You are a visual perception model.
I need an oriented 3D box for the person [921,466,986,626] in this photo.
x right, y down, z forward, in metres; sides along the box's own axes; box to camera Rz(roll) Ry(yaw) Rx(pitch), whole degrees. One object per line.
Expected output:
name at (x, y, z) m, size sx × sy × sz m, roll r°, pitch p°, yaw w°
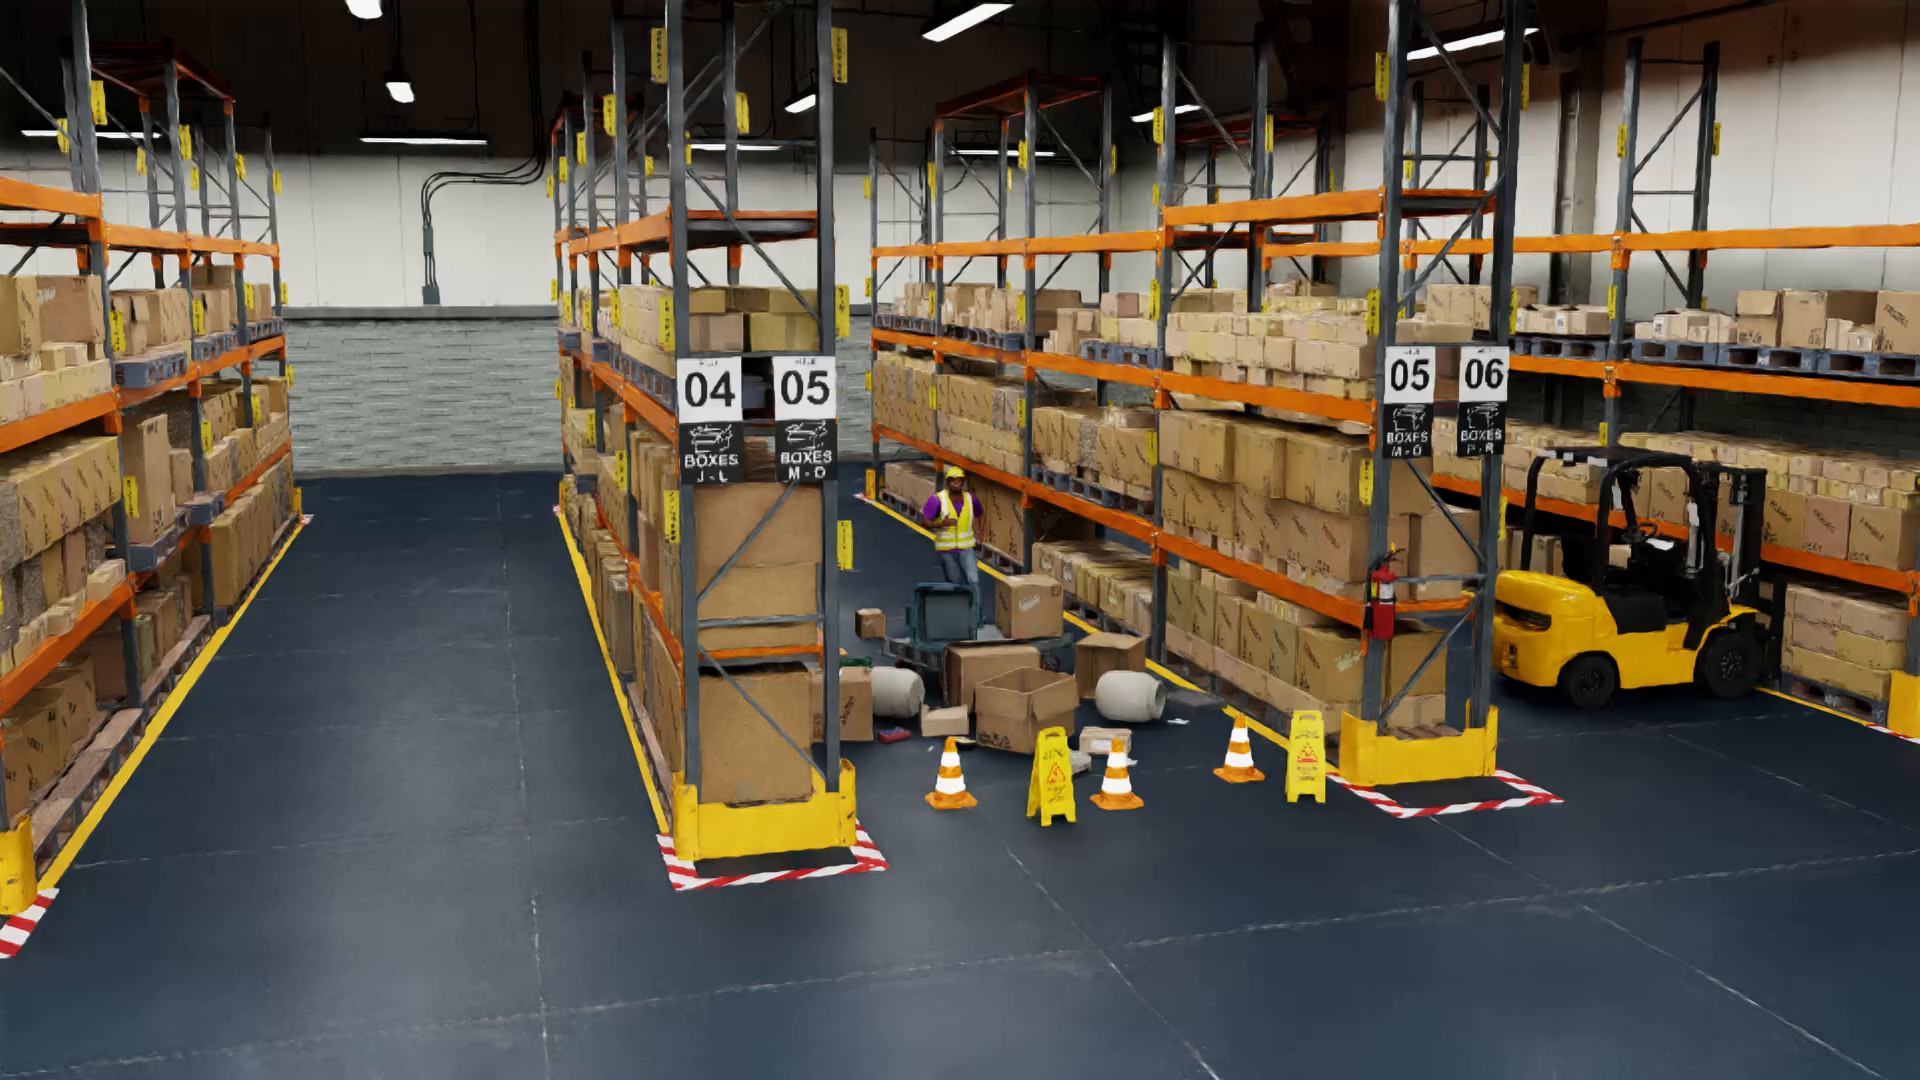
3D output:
person at (-0.051, 0.097, 17.508) m, size 0.698 × 1.725 × 0.861 m, roll -1°, pitch 9°, yaw -5°
